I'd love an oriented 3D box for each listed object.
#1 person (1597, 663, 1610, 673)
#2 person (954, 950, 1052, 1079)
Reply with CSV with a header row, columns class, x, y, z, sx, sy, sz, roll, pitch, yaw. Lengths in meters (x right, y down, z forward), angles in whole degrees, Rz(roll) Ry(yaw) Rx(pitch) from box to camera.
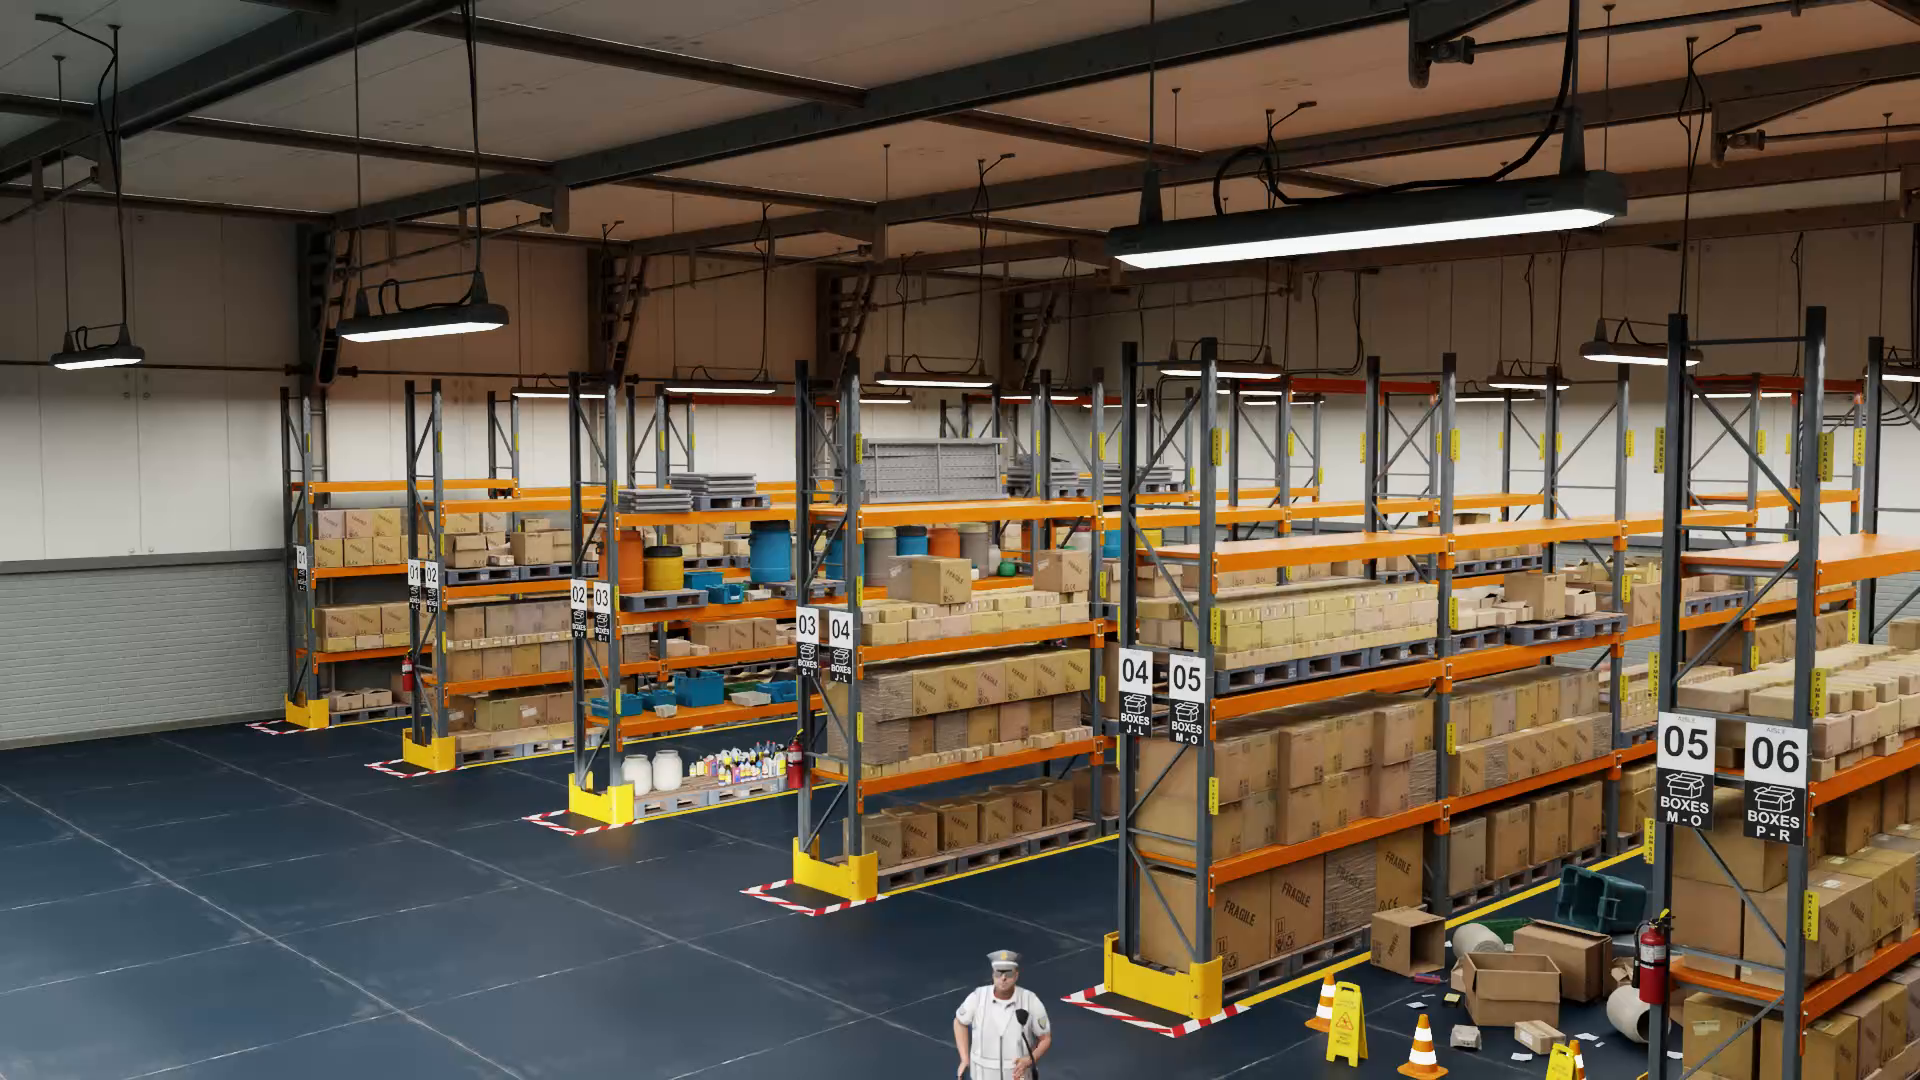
class,x,y,z,sx,sy,sz,roll,pitch,yaw
person,9.690,2.711,24.954,0.892,1.737,0.647,-3,4,-36
person,0.283,3.587,11.053,0.663,1.728,0.593,0,4,2
